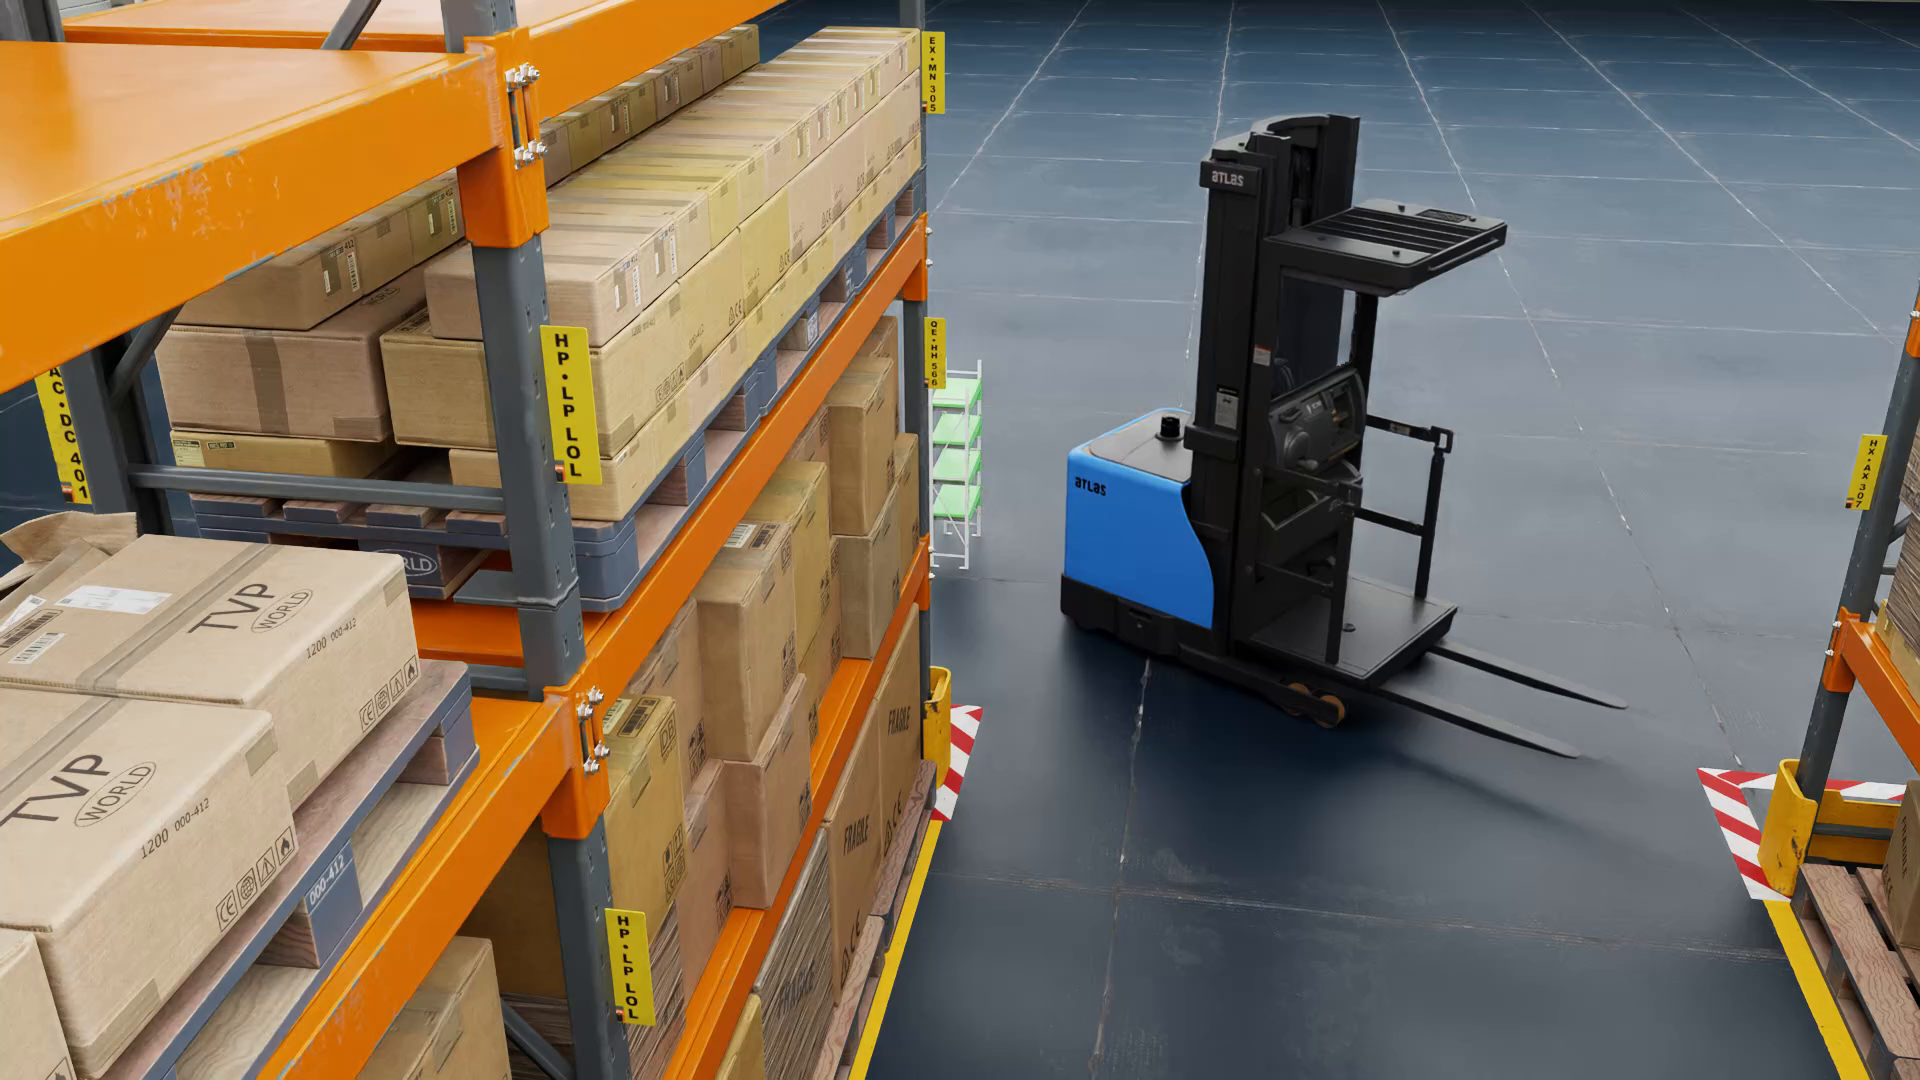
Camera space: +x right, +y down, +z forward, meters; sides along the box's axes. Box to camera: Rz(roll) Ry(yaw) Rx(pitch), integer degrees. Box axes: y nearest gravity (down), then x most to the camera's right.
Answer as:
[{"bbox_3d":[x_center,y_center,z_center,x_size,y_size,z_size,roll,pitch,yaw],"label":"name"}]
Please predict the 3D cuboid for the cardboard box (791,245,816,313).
[{"bbox_3d":[-0.656,-0.804,5.074,0.380,0.149,0.250,4,25,9],"label":"cardboard box"}]

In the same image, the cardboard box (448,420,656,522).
[{"bbox_3d":[-0.904,-0.167,3.714,0.380,0.149,0.250,4,25,8],"label":"cardboard box"}]

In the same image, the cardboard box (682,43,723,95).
[{"bbox_3d":[-1.097,-1.744,6.141,0.380,0.149,0.250,4,25,8],"label":"cardboard box"}]

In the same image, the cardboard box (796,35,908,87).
[{"bbox_3d":[-0.408,-1.804,6.270,0.380,0.149,0.250,4,25,9],"label":"cardboard box"}]

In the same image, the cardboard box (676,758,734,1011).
[{"bbox_3d":[-1.183,0.987,4.927,0.875,0.550,0.550,4,25,9],"label":"cardboard box"}]

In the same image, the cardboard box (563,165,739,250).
[{"bbox_3d":[-0.781,-0.847,4.226,0.380,0.149,0.250,4,25,8],"label":"cardboard box"}]

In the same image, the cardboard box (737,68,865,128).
[{"bbox_3d":[-0.533,-1.484,5.587,0.380,0.149,0.250,4,25,9],"label":"cardboard box"}]

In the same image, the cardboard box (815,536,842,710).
[{"bbox_3d":[-0.945,0.316,6.360,0.875,0.550,0.550,4,25,9],"label":"cardboard box"}]

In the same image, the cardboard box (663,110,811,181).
[{"bbox_3d":[-0.656,-1.165,4.905,0.380,0.149,0.250,4,25,8],"label":"cardboard box"}]

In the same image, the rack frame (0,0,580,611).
[{"bbox_3d":[-1.299,-1.276,2.861,1.000,3.000,0.127,4,25,9],"label":"rack frame"}]

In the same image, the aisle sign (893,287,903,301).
[{"bbox_3d":[-0.338,-1.418,7.174,0.394,0.787,0.004,4,25,9],"label":"aisle sign"}]

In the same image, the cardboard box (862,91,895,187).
[{"bbox_3d":[-0.532,-1.459,6.003,0.500,0.250,0.500,4,25,9],"label":"cardboard box"}]

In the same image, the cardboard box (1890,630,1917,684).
[{"bbox_3d":[3.890,0.474,6.495,0.380,0.149,0.250,4,25,9],"label":"cardboard box"}]

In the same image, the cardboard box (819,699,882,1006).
[{"bbox_3d":[-0.833,1.197,6.666,0.875,0.875,0.875,4,25,8],"label":"cardboard box"}]

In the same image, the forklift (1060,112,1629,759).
[{"bbox_3d":[2.031,-0.602,8.579,3.031,2.935,1.130,20,32,36],"label":"forklift"}]

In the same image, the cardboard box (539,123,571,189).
[{"bbox_3d":[-1.347,-1.103,4.772,0.380,0.149,0.250,4,25,8],"label":"cardboard box"}]

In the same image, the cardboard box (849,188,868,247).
[{"bbox_3d":[-0.532,-1.123,5.757,0.380,0.149,0.250,4,25,8],"label":"cardboard box"}]

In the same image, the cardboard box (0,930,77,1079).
[{"bbox_3d":[-1.369,0.636,1.806,0.500,0.311,0.500,3,25,7],"label":"cardboard box"}]

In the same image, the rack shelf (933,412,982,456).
[{"bbox_3d":[-0.027,-0.634,10.273,0.258,0.148,0.480,4,25,9],"label":"rack shelf"}]

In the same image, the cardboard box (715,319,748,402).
[{"bbox_3d":[-0.780,-0.485,4.393,0.380,0.149,0.250,4,25,8],"label":"cardboard box"}]

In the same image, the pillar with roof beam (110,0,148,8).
[{"bbox_3d":[-5.238,-8.083,17.405,9.100,9.000,0.400,4,25,9],"label":"pillar with roof beam"}]

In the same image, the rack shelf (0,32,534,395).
[{"bbox_3d":[-1.626,0.068,1.311,1.077,0.370,4.000,4,25,9],"label":"rack shelf"}]

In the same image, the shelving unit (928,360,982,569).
[{"bbox_3d":[-0.027,-0.474,10.348,0.258,1.200,0.503,4,25,9],"label":"shelving unit"}]

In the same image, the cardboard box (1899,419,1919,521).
[{"bbox_3d":[3.873,-0.267,6.135,0.500,0.500,0.500,4,25,9],"label":"cardboard box"}]

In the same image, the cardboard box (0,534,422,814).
[{"bbox_3d":[-1.257,0.222,2.763,0.500,0.250,0.500,4,25,9],"label":"cardboard box"}]

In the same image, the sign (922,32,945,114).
[{"bbox_3d":[-0.112,-1.912,6.807,0.100,0.325,0.005,4,25,9],"label":"sign"}]

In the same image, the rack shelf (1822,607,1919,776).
[{"bbox_3d":[3.905,1.317,5.247,1.077,0.370,4.000,4,25,9],"label":"rack shelf"}]

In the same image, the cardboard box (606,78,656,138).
[{"bbox_3d":[-1.223,-1.424,5.458,0.380,0.149,0.250,4,25,8],"label":"cardboard box"}]

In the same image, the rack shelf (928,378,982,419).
[{"bbox_3d":[-0.027,-0.851,10.171,0.258,0.148,0.480,4,25,9],"label":"rack shelf"}]

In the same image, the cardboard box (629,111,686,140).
[{"bbox_3d":[-1.141,-1.285,5.631,0.500,0.250,0.500,4,25,8],"label":"cardboard box"}]

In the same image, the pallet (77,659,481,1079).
[{"bbox_3d":[-1.400,0.556,2.710,0.805,0.209,1.217,3,25,6],"label":"pallet"}]

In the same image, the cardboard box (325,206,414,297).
[{"bbox_3d":[-1.512,-0.681,3.870,0.380,0.149,0.250,4,25,8],"label":"cardboard box"}]

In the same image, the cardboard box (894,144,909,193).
[{"bbox_3d":[-0.407,-1.444,6.441,0.380,0.149,0.250,4,25,9],"label":"cardboard box"}]

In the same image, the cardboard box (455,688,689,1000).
[{"bbox_3d":[-1.205,0.732,4.196,0.875,0.550,0.550,4,25,9],"label":"cardboard box"}]

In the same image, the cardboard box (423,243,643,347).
[{"bbox_3d":[-0.904,-0.529,3.545,0.380,0.149,0.250,4,25,9],"label":"cardboard box"}]

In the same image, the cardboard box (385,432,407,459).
[{"bbox_3d":[-1.514,-0.319,4.037,0.380,0.149,0.250,4,25,9],"label":"cardboard box"}]

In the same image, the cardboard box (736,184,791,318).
[{"bbox_3d":[-0.780,-0.827,4.652,0.500,0.250,0.500,4,25,8],"label":"cardboard box"}]

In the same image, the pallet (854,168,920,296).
[{"bbox_3d":[-0.756,-1.239,6.425,1.003,0.211,1.213,4,25,9],"label":"pallet"}]

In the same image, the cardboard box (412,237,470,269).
[{"bbox_3d":[-1.389,-0.655,4.285,0.500,0.250,0.500,4,25,8],"label":"cardboard box"}]

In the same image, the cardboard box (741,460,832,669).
[{"bbox_3d":[-0.927,0.056,5.642,0.875,0.550,0.500,4,25,9],"label":"cardboard box"}]

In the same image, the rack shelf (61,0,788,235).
[{"bbox_3d":[-0.972,-1.605,4.885,1.077,0.370,4.000,4,25,9],"label":"rack shelf"}]

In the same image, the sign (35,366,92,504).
[{"bbox_3d":[-1.847,-0.225,3.451,0.100,0.325,0.005,4,25,9],"label":"sign"}]

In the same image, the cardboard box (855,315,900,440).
[{"bbox_3d":[-0.744,-0.636,7.120,0.875,0.550,0.550,4,25,9],"label":"cardboard box"}]
